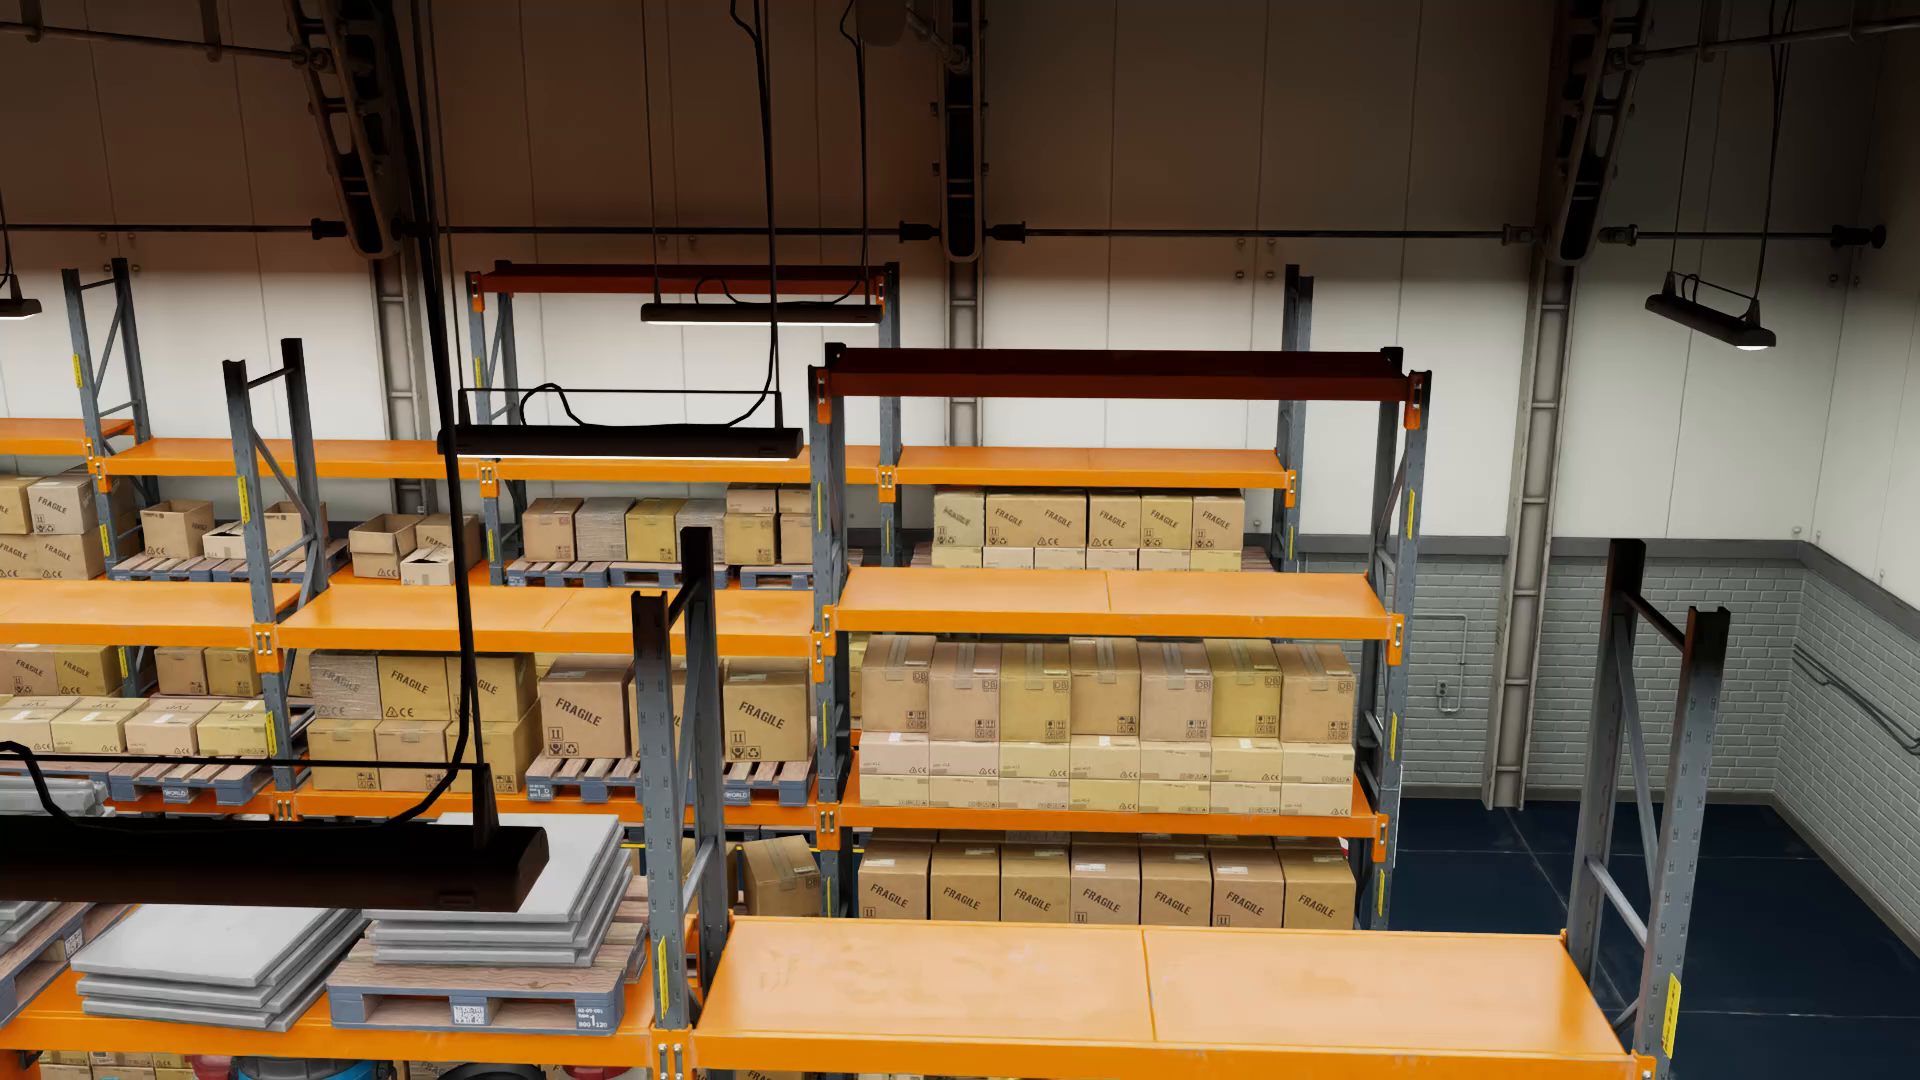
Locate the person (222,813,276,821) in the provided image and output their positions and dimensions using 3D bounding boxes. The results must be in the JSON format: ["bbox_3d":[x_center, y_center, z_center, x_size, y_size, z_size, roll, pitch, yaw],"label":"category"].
[{"bbox_3d":[-6.953,2.766,16.066,0.892,1.644,0.468,3,16,9],"label":"person"}]
